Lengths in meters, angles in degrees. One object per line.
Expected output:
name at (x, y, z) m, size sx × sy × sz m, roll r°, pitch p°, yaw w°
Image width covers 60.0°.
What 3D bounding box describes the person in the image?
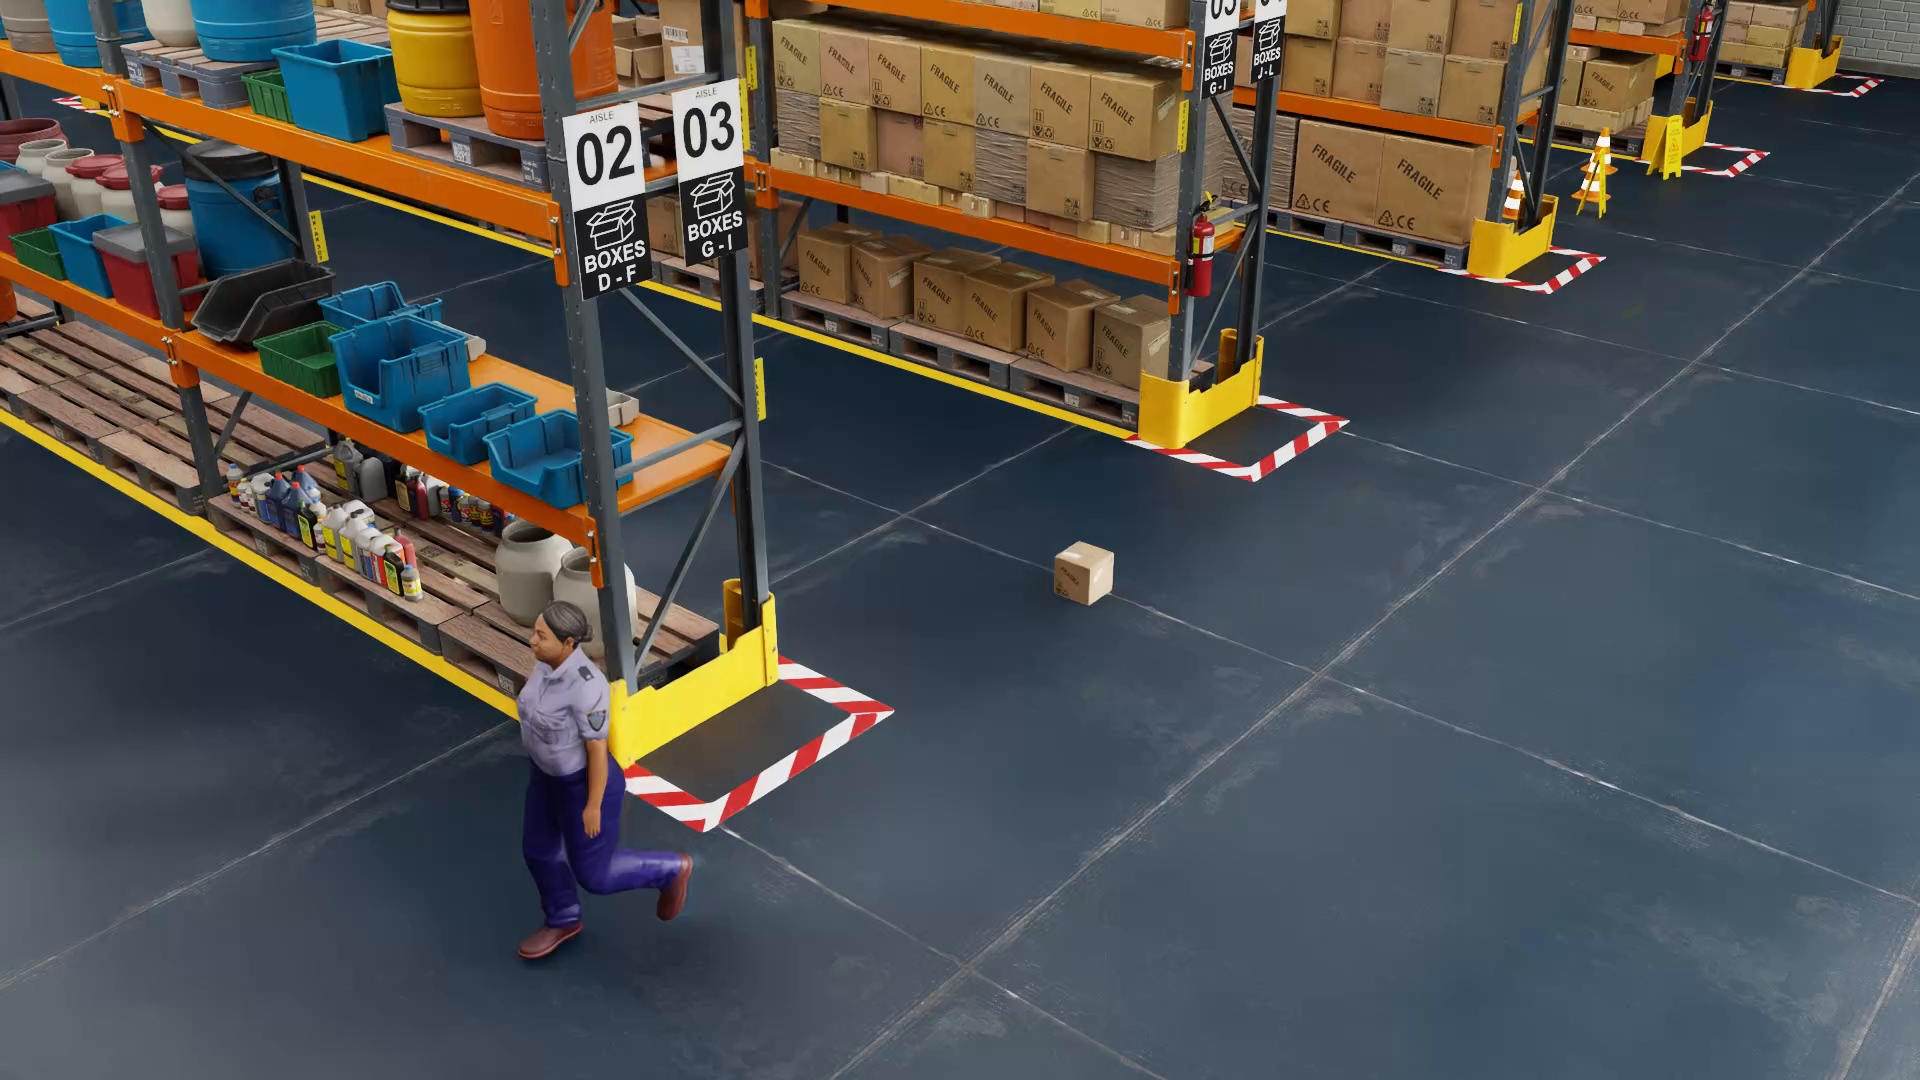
person at (-1.520, 0.956, 6.766) m, size 0.735 × 1.620 × 0.471 m, roll -21°, pitch 34°, yaw -35°
